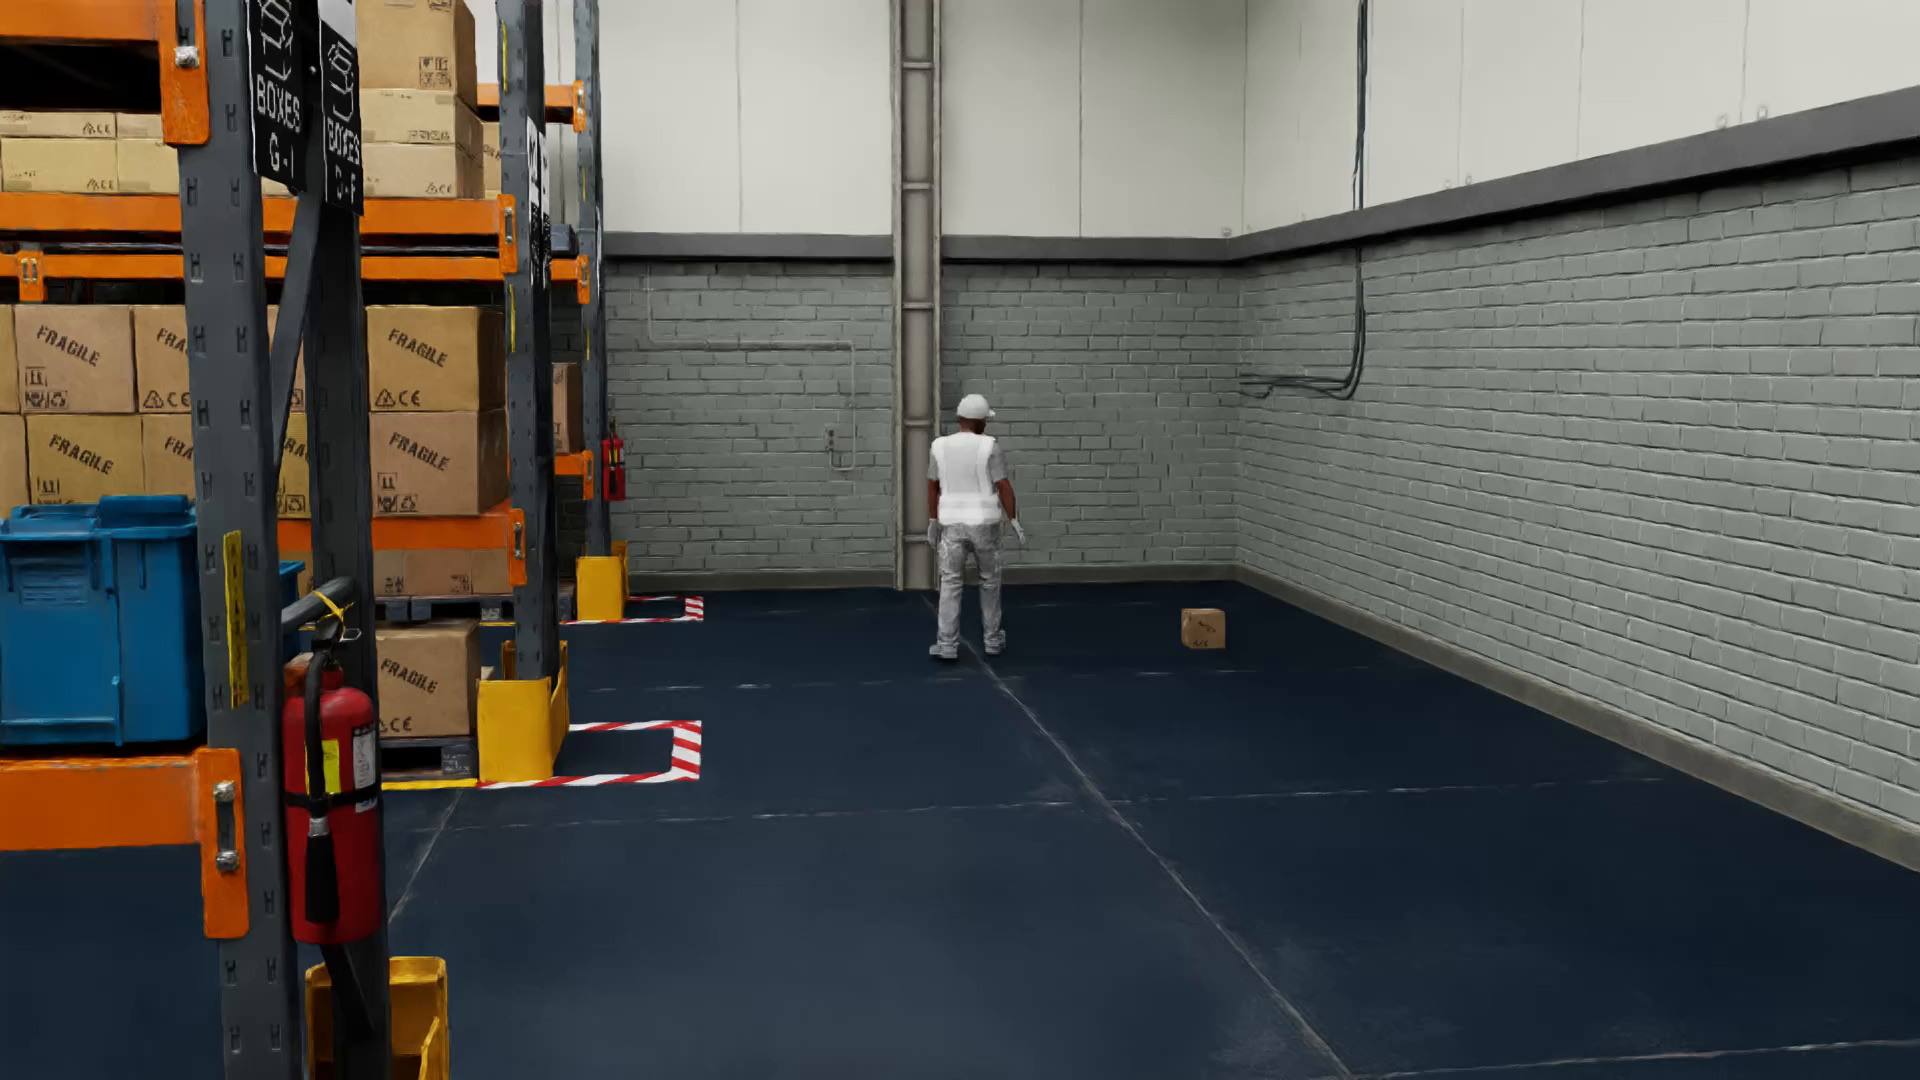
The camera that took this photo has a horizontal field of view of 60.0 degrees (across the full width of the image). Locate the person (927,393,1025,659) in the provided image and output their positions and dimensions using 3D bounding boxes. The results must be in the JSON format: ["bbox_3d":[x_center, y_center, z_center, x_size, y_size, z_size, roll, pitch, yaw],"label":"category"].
[{"bbox_3d":[0.116,-0.105,11.329,0.684,1.783,0.589,2,7,13],"label":"person"}]
